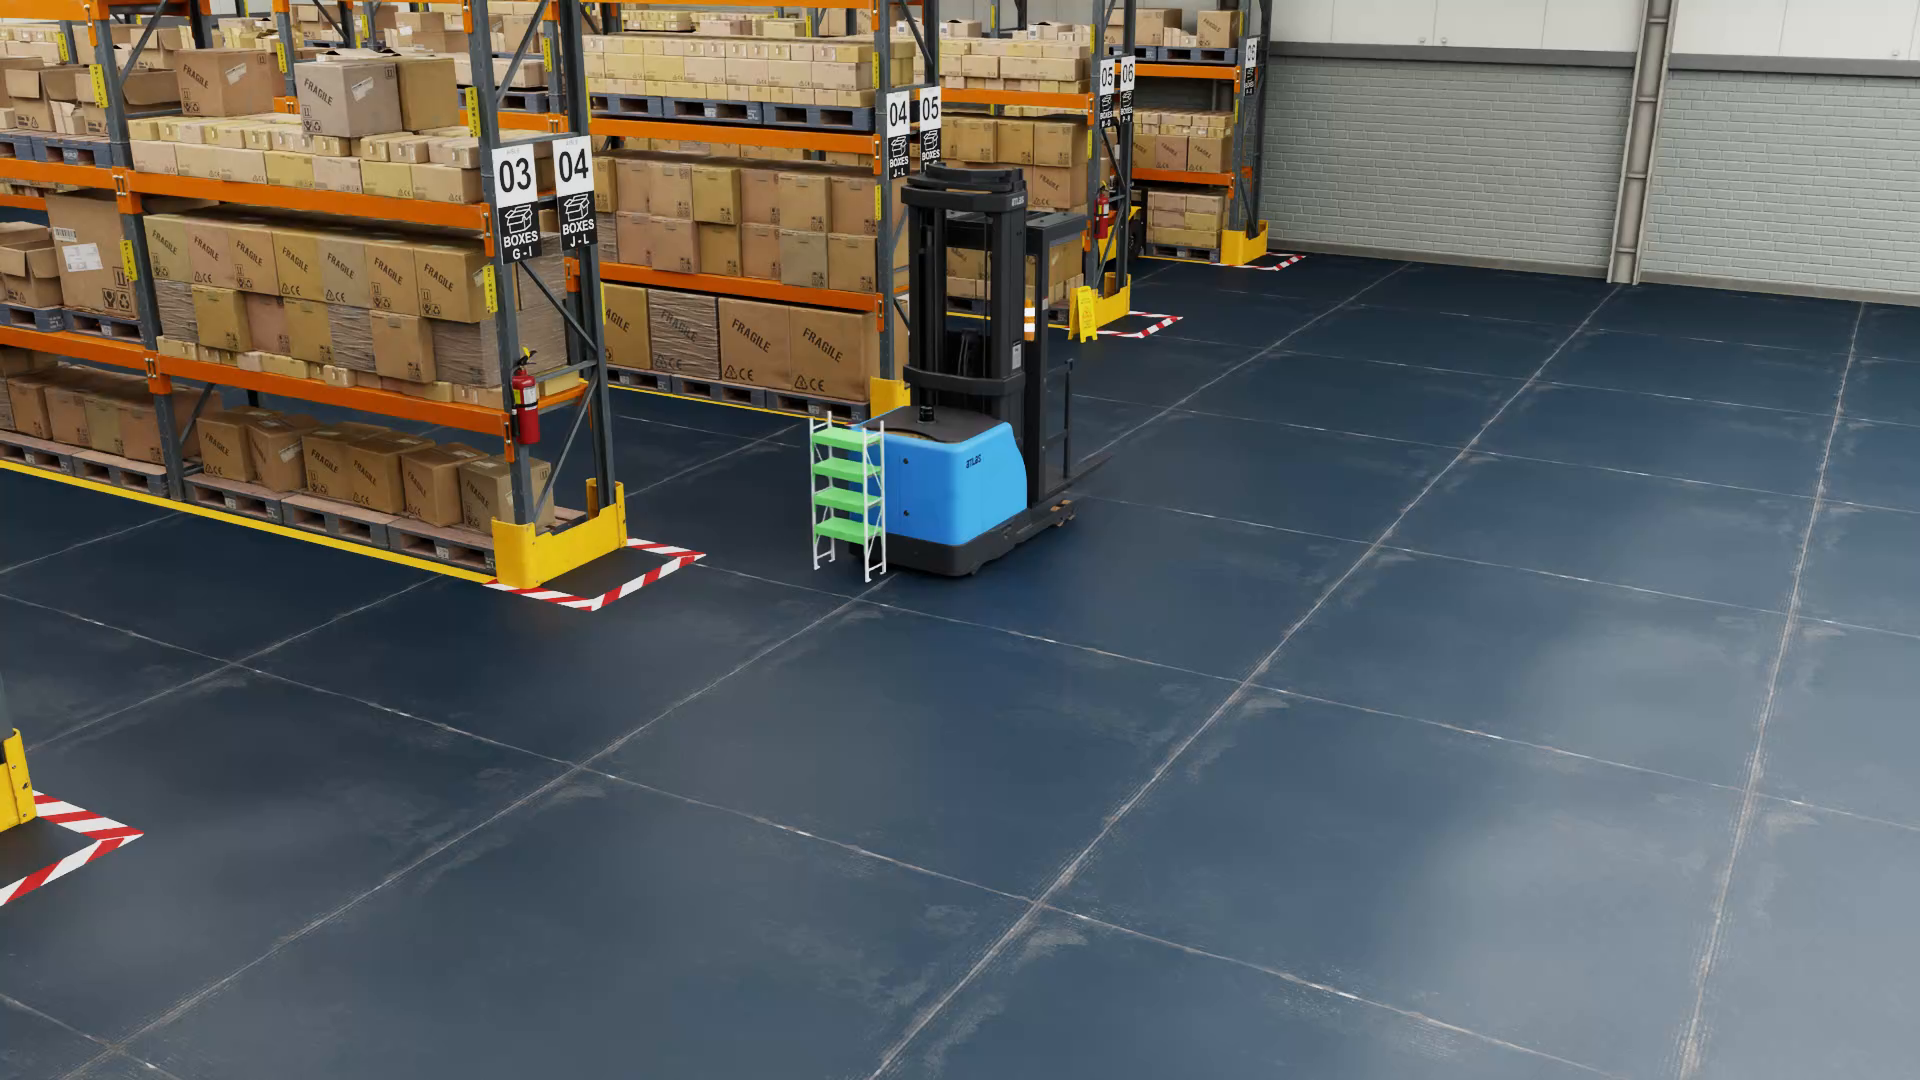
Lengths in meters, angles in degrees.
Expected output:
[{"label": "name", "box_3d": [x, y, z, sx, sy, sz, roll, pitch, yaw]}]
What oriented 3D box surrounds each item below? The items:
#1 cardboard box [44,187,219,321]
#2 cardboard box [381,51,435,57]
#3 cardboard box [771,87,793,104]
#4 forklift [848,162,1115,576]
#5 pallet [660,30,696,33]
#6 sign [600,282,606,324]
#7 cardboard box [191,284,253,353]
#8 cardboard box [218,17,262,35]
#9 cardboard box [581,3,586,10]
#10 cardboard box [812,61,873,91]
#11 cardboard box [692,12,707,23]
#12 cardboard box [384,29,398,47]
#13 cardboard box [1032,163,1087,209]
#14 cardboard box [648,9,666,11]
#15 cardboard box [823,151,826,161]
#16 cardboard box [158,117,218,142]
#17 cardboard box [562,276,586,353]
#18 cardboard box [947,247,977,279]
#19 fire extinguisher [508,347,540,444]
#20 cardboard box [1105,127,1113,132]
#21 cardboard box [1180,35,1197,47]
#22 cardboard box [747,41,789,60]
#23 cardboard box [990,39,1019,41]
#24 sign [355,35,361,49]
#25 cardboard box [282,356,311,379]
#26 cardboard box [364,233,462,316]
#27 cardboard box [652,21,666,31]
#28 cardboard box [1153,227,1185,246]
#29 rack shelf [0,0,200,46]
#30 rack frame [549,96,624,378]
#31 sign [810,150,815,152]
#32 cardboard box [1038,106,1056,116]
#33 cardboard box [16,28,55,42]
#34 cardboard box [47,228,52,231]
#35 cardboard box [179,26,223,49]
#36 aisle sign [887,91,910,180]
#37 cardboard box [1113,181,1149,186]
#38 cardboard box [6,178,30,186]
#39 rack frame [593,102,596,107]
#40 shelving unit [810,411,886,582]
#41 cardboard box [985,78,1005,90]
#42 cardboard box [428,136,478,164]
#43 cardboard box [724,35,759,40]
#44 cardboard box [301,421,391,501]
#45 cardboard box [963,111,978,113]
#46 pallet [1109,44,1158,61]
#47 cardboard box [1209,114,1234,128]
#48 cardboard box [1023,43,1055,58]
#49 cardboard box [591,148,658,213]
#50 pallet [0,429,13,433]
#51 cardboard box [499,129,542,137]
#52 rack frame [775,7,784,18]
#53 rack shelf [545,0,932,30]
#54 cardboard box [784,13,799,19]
[{"label": "cardboard box", "box_3d": [-7.118, -2.544, 14.483, 1.000, 1.000, 1.000, 11, 23, 28]}, {"label": "cardboard box", "box_3d": [-6.068, -5.274, 18.474, 0.500, 0.311, 0.500, 10, 22, 26]}, {"label": "cardboard box", "box_3d": [-1.614, -4.303, 16.035, 0.250, 0.149, 0.380, 11, 23, 28]}, {"label": "forklift", "box_3d": [0.321, -1.561, 13.370, 1.130, 2.935, 3.031, 12, 23, 29]}, {"label": "pallet", "box_3d": [-4.785, -8.670, 28.745, 1.003, 0.211, 1.213, 11, 23, 27]}, {"label": "sign", "box_3d": [-2.737, -1.794, 12.642, 0.005, 0.325, 0.100, 11, 23, 27]}, {"label": "cardboard box", "box_3d": [-5.711, -1.891, 13.595, 0.500, 0.500, 0.875, 11, 23, 27]}, {"label": "cardboard box", "box_3d": [-11.700, -8.372, 27.106, 0.500, 0.250, 0.500, 9, 22, 22]}, {"label": "cardboard box", "box_3d": [-6.785, -9.376, 29.466, 0.500, 0.250, 0.500, 11, 23, 27]}, {"label": "cardboard box", "box_3d": [-1.057, -4.407, 15.738, 0.500, 0.250, 0.500, 11, 23, 28]}, {"label": "cardboard box", "box_3d": [-4.312, -8.836, 28.125, 0.250, 0.149, 0.380, 11, 23, 27]}, {"label": "cardboard box", "box_3d": [-8.378, -7.528, 24.902, 0.258, 0.266, 0.396, 11, 22, 27]}, {"label": "cardboard box", "box_3d": [1.224, -4.371, 20.432, 0.500, 0.500, 0.500, 10, 22, 26]}, {"label": "cardboard box", "box_3d": [-5.227, -9.189, 29.070, 0.250, 0.149, 0.380, 12, 23, 29]}, {"label": "cardboard box", "box_3d": [-1.930, -5.388, 22.622, 0.500, 0.500, 0.500, 11, 23, 29]}, {"label": "cardboard box", "box_3d": [-6.094, -3.248, 13.156, 0.250, 0.149, 0.380, 10, 22, 25]}, {"label": "cardboard box", "box_3d": [-4.572, -2.567, 18.725, 0.750, 0.750, 1.050, 11, 23, 27]}, {"label": "cardboard box", "box_3d": [0.111, -3.660, 21.374, 0.500, 0.500, 0.500, 10, 22, 26]}, {"label": "fire extinguisher", "box_3d": [-3.126, -1.033, 11.927, 0.183, 0.674, 0.296, 11, 23, 27]}, {"label": "cardboard box", "box_3d": [2.248, -6.277, 25.172, 0.250, 0.149, 0.380, 10, 22, 26]}, {"label": "cardboard box", "box_3d": [3.378, -7.238, 24.126, 0.250, 0.149, 0.380, 10, 22, 26]}, {"label": "cardboard box", "box_3d": [-1.839, -4.721, 16.017, 0.250, 0.149, 0.380, 11, 23, 28]}, {"label": "cardboard box", "box_3d": [0.571, -6.204, 20.869, 0.250, 0.149, 0.380, 11, 23, 29]}, {"label": "sign", "box_3d": [-7.200, -5.870, 19.875, 0.005, 0.325, 0.100, 11, 23, 27]}, {"label": "cardboard box", "box_3d": [-5.136, -1.402, 13.199, 0.250, 0.149, 0.380, 11, 23, 27]}, {"label": "cardboard box", "box_3d": [-4.041, -1.982, 12.380, 0.500, 0.500, 0.500, 11, 23, 27]}, {"label": "cardboard box", "box_3d": [-5.050, -8.804, 28.443, 0.250, 0.149, 0.380, 11, 23, 29]}, {"label": "cardboard box", "box_3d": [3.256, -4.628, 25.142, 0.500, 0.250, 0.500, 11, 23, 27]}, {"label": "rack shelf", "box_3d": [-8.239, -4.517, 14.263, 4.000, 0.370, 1.077, 11, 23, 27]}, {"label": "rack frame", "box_3d": [-3.986, -3.350, 18.202, 0.127, 3.000, 1.000, 11, 23, 27]}, {"label": "sign", "box_3d": [-1.928, -5.219, 21.657, 0.005, 0.325, 0.100, 11, 23, 27]}, {"label": "cardboard box", "box_3d": [1.390, -6.613, 25.663, 0.250, 0.149, 0.380, 10, 22, 26]}, {"label": "cardboard box", "box_3d": [-11.846, -6.482, 21.340, 0.250, 0.149, 0.380, 11, 23, 27]}, {"label": "cardboard box", "box_3d": [-12.940, -4.316, 23.557, 0.250, 0.149, 0.380, 12, 23, 29]}, {"label": "cardboard box", "box_3d": [-9.091, -6.030, 19.922, 0.258, 0.266, 0.396, 11, 23, 27]}, {"label": "aisle sign", "box_3d": [-0.578, -3.806, 15.647, 0.004, 0.787, 0.394, 11, 23, 27]}, {"label": "cardboard box", "box_3d": [2.609, -5.421, 25.860, 0.500, 0.250, 0.500, 10, 22, 26]}, {"label": "cardboard box", "box_3d": [-12.417, -5.034, 22.260, 0.500, 0.500, 0.500, 11, 23, 27]}, {"label": "rack frame", "box_3d": [-5.152, -5.506, 24.145, 0.127, 3.000, 1.000, 11, 23, 27]}, {"label": "shelving unit", "box_3d": [-0.842, -0.327, 12.508, 0.503, 1.200, 0.258, 13, 23, 31]}, {"label": "cardboard box", "box_3d": [0.506, -5.619, 20.426, 0.250, 0.149, 0.380, 11, 22, 27]}, {"label": "cardboard box", "box_3d": [-3.566, -2.784, 11.877, 0.250, 0.149, 0.380, 10, 22, 26]}, {"label": "cardboard box", "box_3d": [-2.185, -5.043, 16.907, 0.250, 0.149, 0.380, 11, 23, 28]}, {"label": "cardboard box", "box_3d": [-5.079, -0.662, 13.840, 0.500, 0.500, 0.500, 9, 22, 23]}, {"label": "cardboard box", "box_3d": [0.117, -6.699, 26.337, 0.250, 0.149, 0.380, 10, 22, 27]}, {"label": "pallet", "box_3d": [2.576, -7.350, 24.960, 1.213, 0.211, 1.003, 11, 23, 27]}, {"label": "cardboard box", "box_3d": [3.834, -6.142, 24.366, 0.250, 0.149, 0.380, 11, 23, 27]}, {"label": "cardboard box", "box_3d": [0.955, -5.902, 20.037, 0.250, 0.149, 0.380, 11, 22, 27]}, {"label": "cardboard box", "box_3d": [-3.681, -3.857, 17.795, 0.550, 0.550, 0.875, 11, 23, 27]}, {"label": "pallet", "box_3d": [-9.304, -1.115, 16.128, 1.213, 0.211, 1.003, 11, 23, 27]}, {"label": "cardboard box", "box_3d": [-3.308, -2.939, 12.305, 0.250, 0.149, 0.380, 11, 23, 28]}, {"label": "rack frame", "box_3d": [-2.735, -9.804, 27.197, 0.127, 3.000, 1.000, 11, 23, 27]}, {"label": "rack shelf", "box_3d": [-2.240, -5.312, 16.453, 4.000, 0.370, 1.077, 11, 23, 27]}, {"label": "cardboard box", "box_3d": [-2.921, -8.795, 28.012, 0.250, 0.149, 0.380, 10, 22, 25]}]
